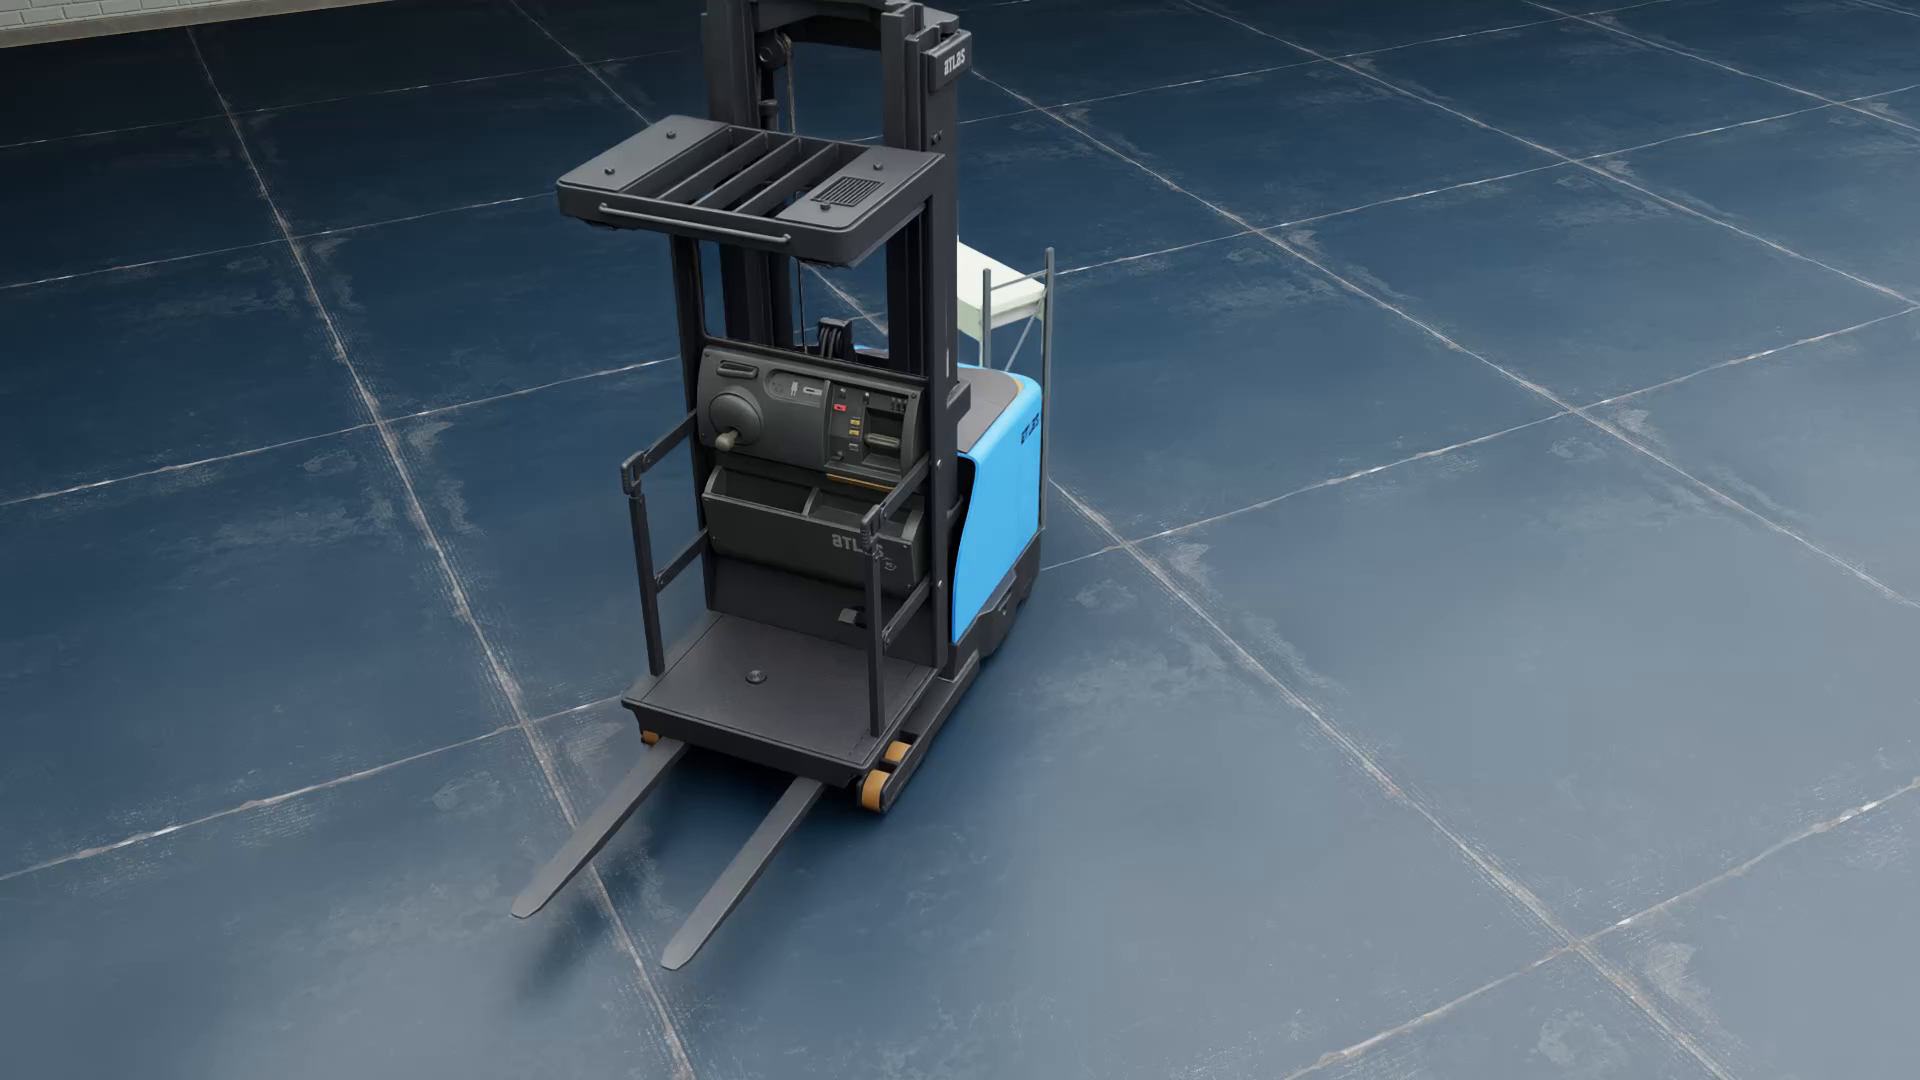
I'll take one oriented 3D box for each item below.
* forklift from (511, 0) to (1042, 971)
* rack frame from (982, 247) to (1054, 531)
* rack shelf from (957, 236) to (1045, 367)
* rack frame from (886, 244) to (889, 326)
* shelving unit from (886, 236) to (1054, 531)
[{"bbox_3d":[-0.668,-0.422,6.192,1.130,2.935,3.031,13,35,19],"label":"forklift"},{"bbox_3d":[0.263,-0.625,7.835,0.400,1.500,0.023,-23,39,-31],"label":"rack frame"},{"bbox_3d":[0.039,-1.109,7.868,0.431,0.370,0.720,-23,39,-31],"label":"rack shelf"},{"bbox_3d":[-0.184,-0.937,8.322,0.400,1.500,0.023,-23,39,-31],"label":"rack frame"},{"bbox_3d":[0.039,-0.781,8.079,0.431,1.500,0.755,-23,39,-31],"label":"shelving unit"}]
